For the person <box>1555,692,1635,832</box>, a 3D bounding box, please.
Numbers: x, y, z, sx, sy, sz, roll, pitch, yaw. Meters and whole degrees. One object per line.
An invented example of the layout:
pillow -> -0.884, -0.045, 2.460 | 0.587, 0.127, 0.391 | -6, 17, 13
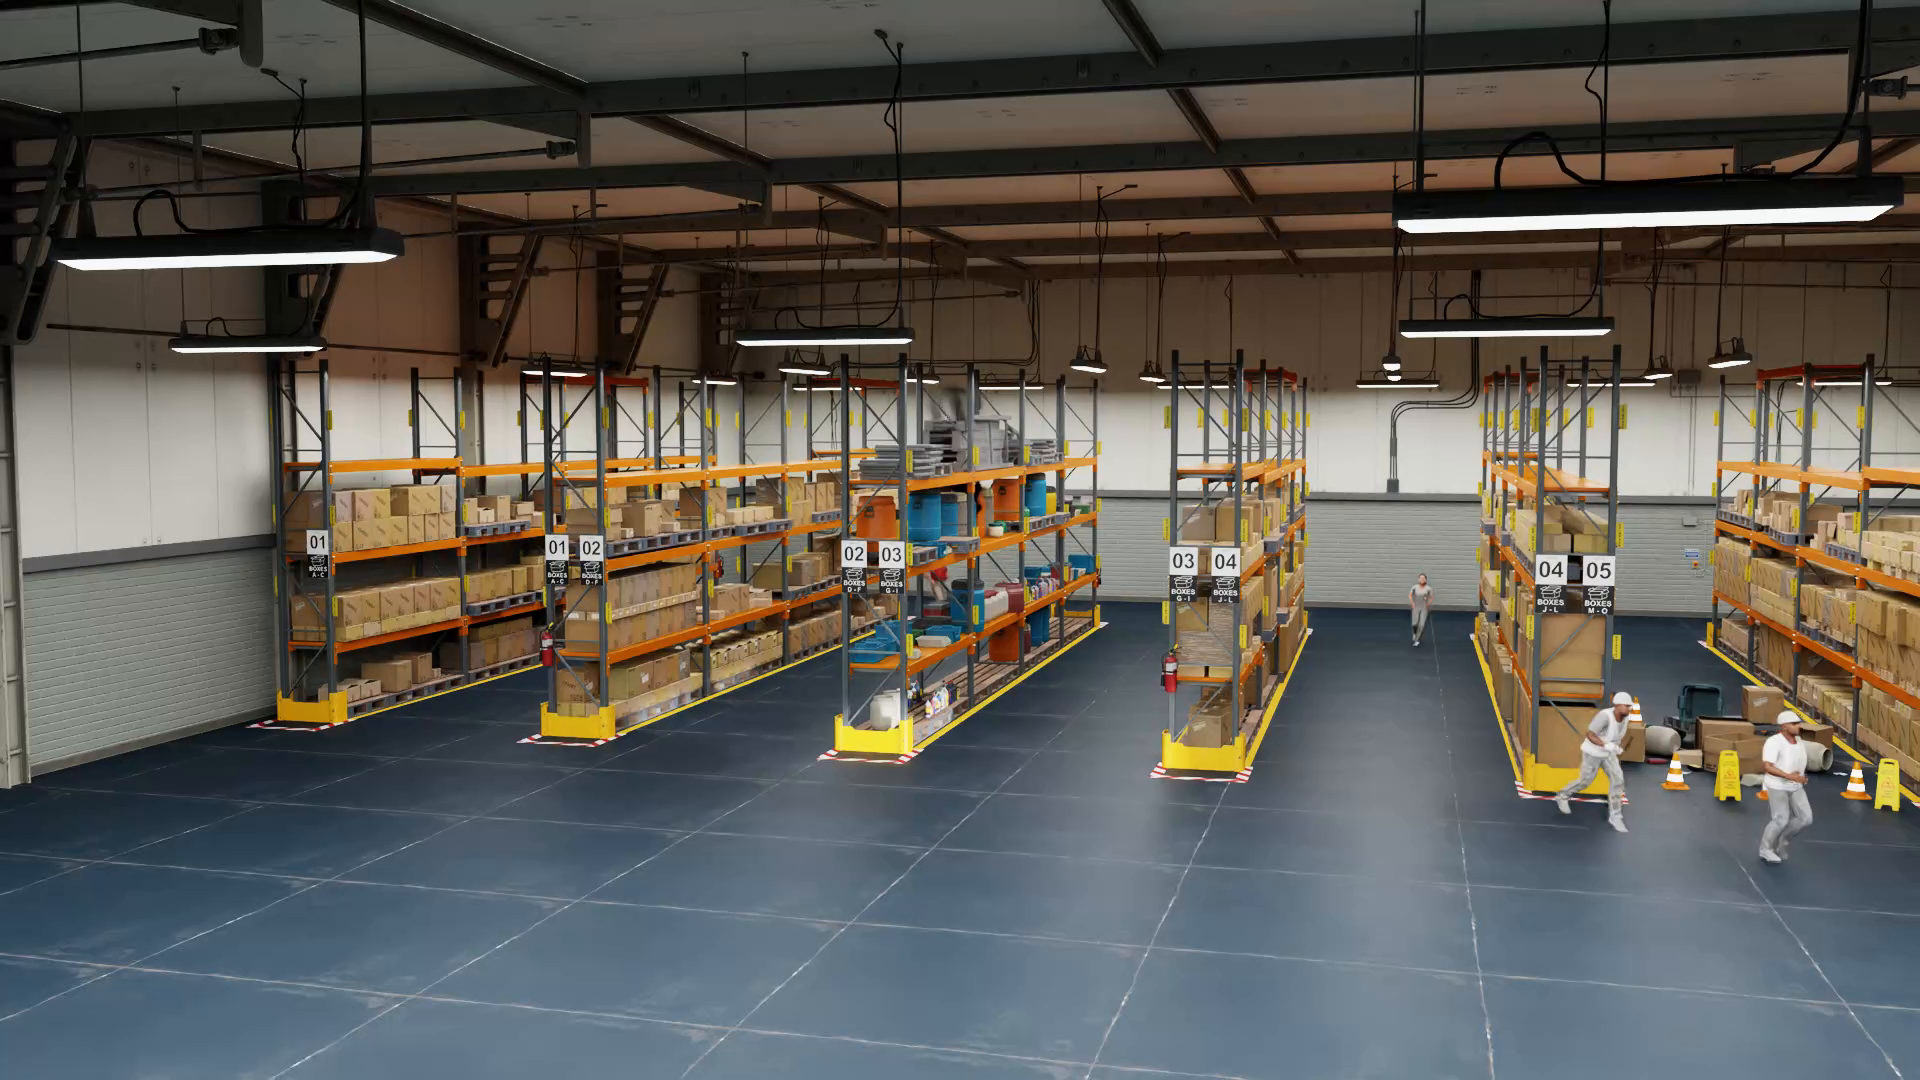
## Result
person -> 7.868, 2.693, 20.611 | 0.726, 1.730, 1.055 | -3, 5, -37

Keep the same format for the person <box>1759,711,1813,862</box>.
person -> 9.349, 2.790, 18.720 | 0.736, 1.743, 0.646 | -2, 4, -23

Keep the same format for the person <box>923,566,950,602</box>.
person -> -0.591, 1.156, 41.883 | 0.677, 1.710, 0.777 | -3, 5, -33

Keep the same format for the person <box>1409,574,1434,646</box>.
person -> 10.253, 1.547, 36.960 | 0.535, 1.609, 0.544 | 1, 4, 18
